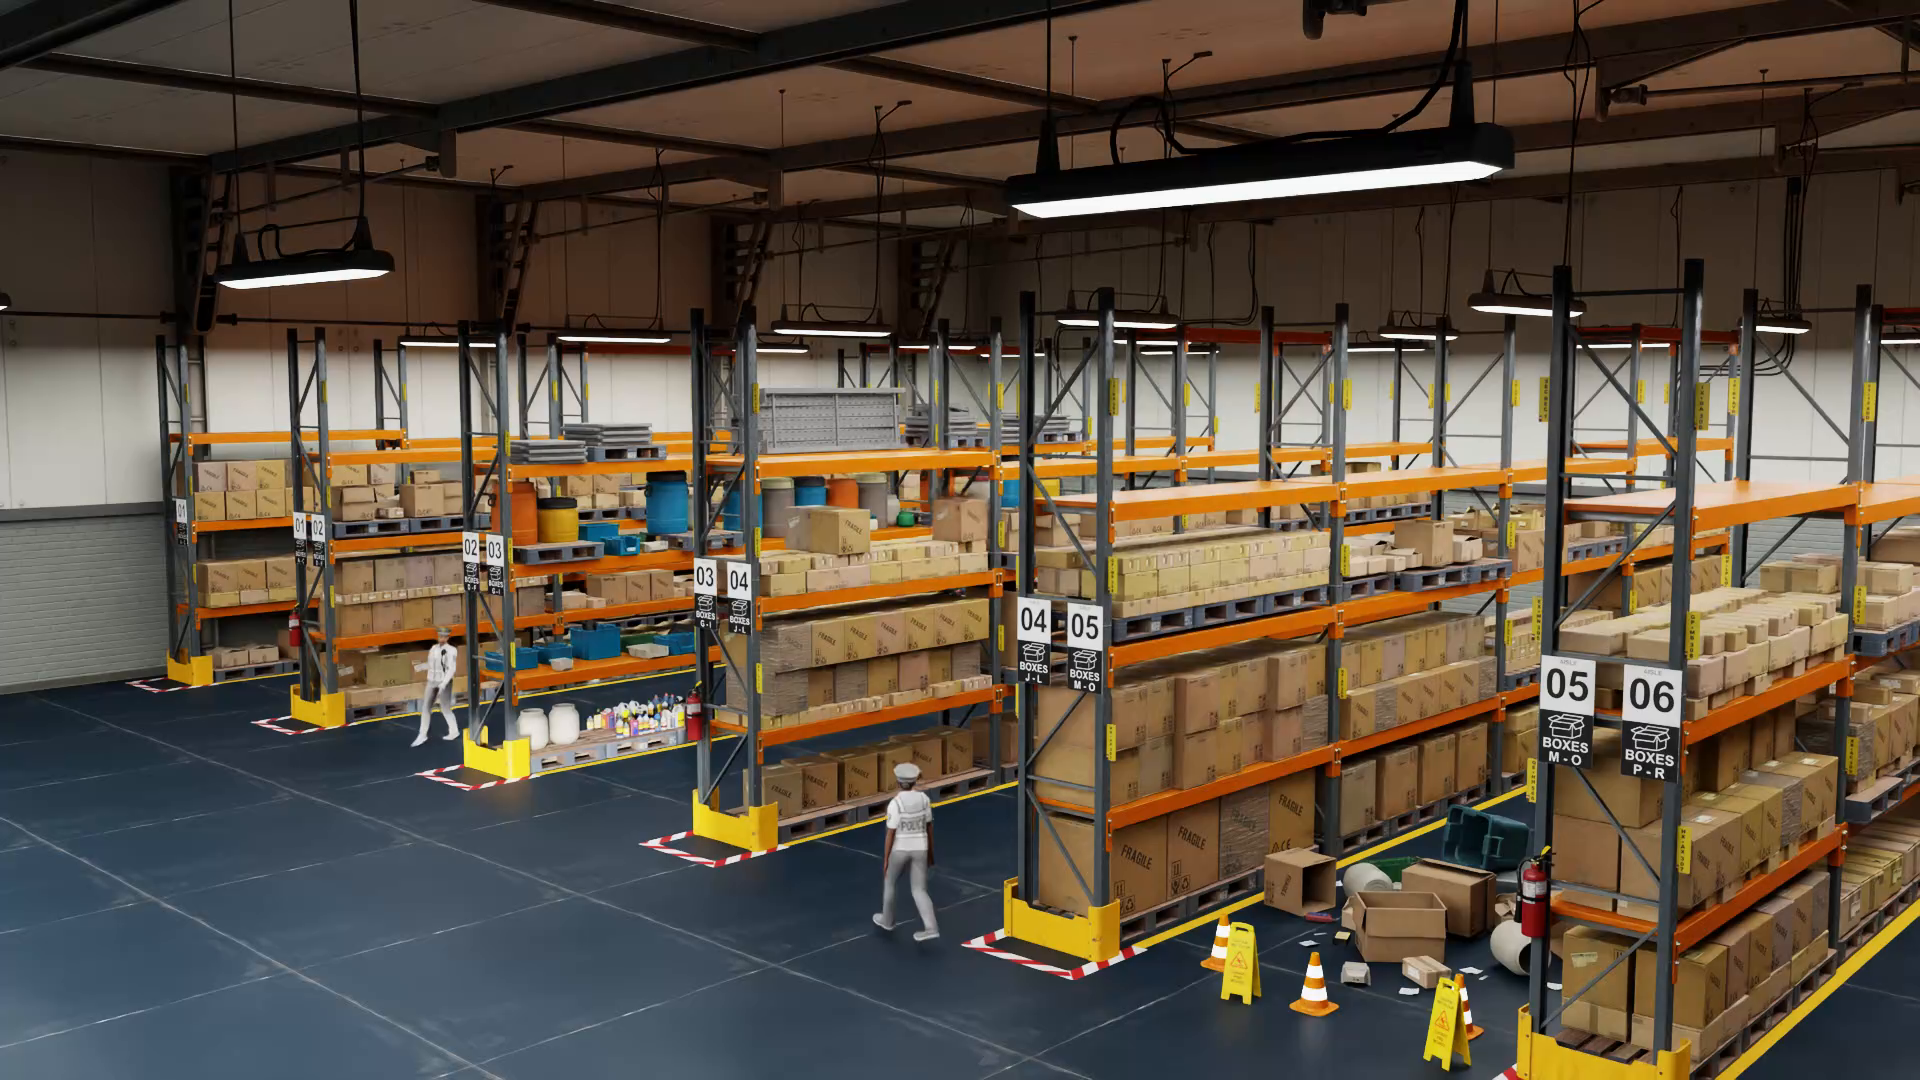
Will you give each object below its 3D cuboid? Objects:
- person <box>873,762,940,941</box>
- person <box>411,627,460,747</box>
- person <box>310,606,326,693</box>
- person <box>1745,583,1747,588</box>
[{"bbox_3d":[-0.487,2.895,15.487,0.549,1.629,0.998,-2,6,-24],"label":"person"},{"bbox_3d":[-7.567,2.100,23.961,0.516,1.671,0.714,2,6,19],"label":"person"},{"bbox_3d":[-10.559,1.699,27.634,0.627,1.783,0.828,1,6,14],"label":"person"},{"bbox_3d":[13.544,1.586,28.759,0.560,1.720,0.996,-2,6,-18],"label":"person"}]
